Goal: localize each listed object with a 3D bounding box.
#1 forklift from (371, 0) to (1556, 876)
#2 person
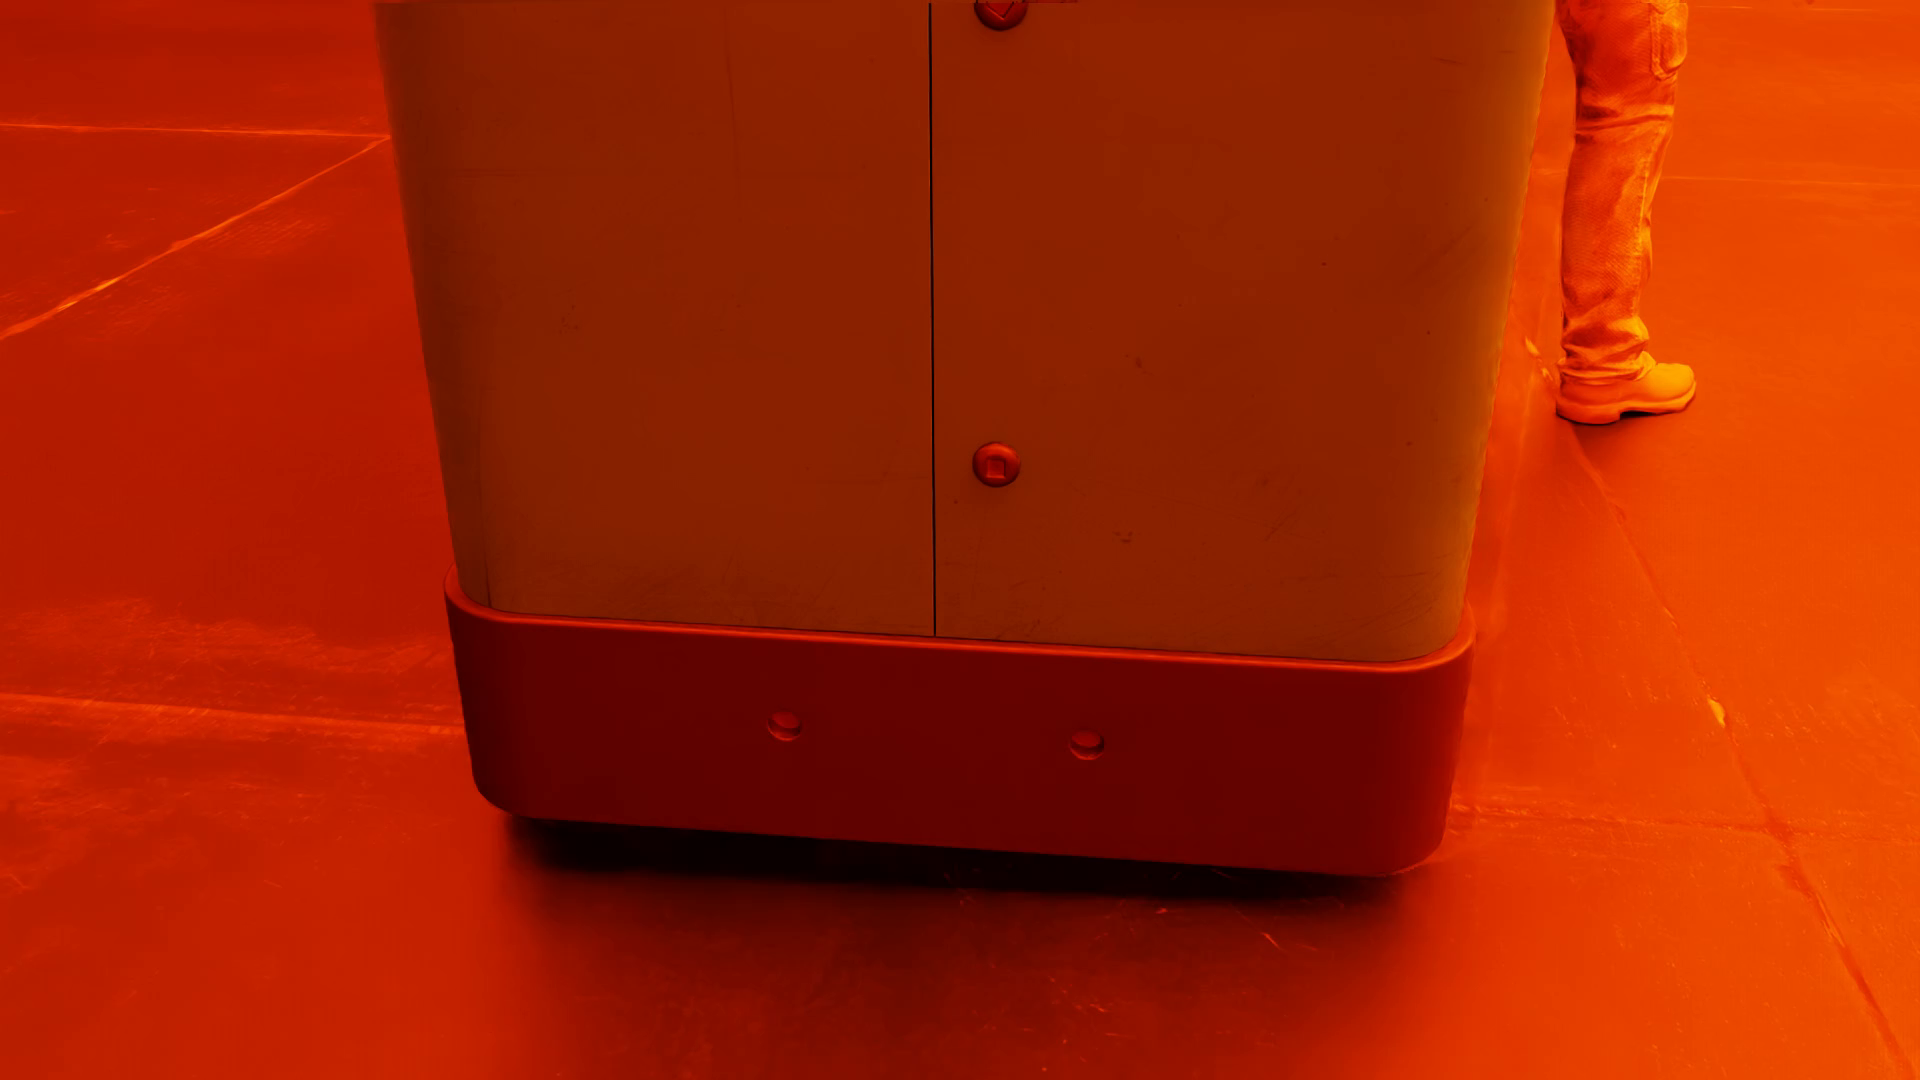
[{"bbox_3d":[0.147,-1.604,2.431,1.130,2.935,3.031,3,27,6],"label":"forklift"},{"bbox_3d":[1.004,-1.092,2.752,0.937,1.733,0.450,16,31,29],"label":"person"}]
